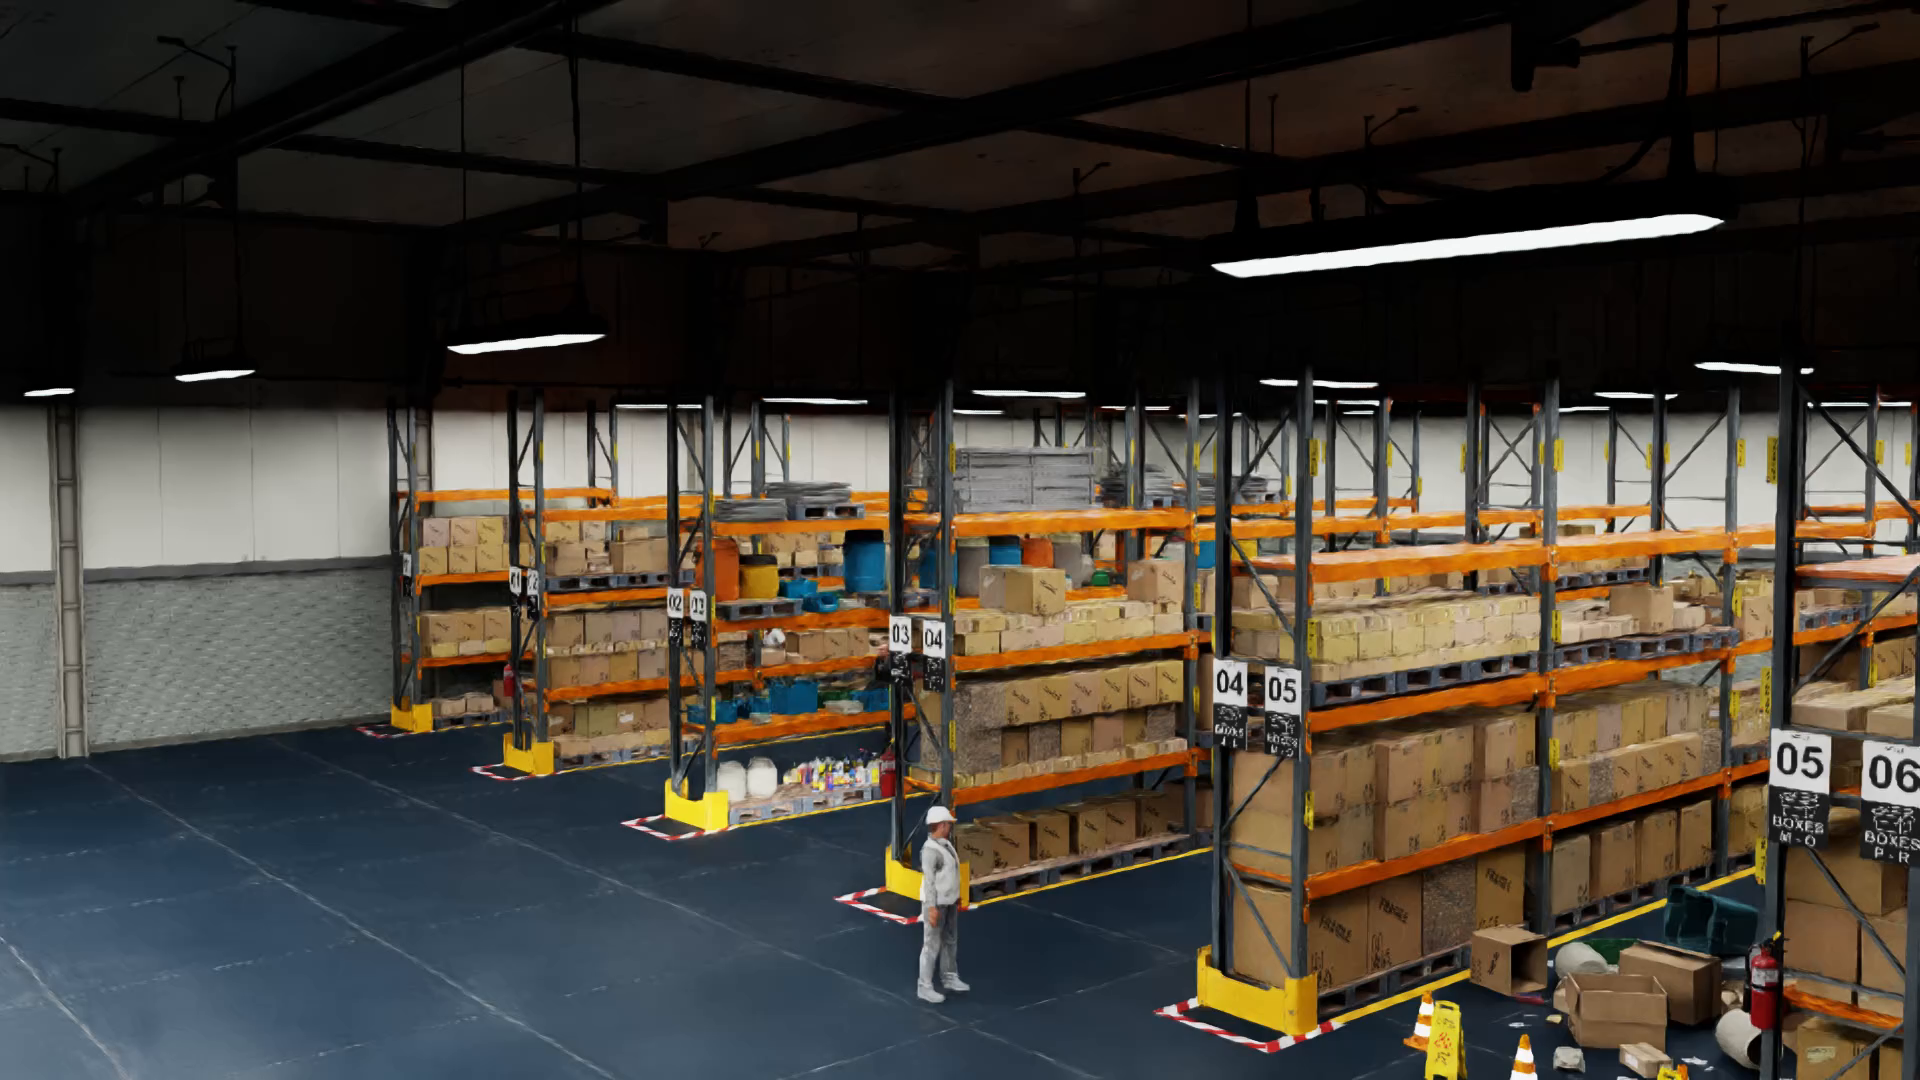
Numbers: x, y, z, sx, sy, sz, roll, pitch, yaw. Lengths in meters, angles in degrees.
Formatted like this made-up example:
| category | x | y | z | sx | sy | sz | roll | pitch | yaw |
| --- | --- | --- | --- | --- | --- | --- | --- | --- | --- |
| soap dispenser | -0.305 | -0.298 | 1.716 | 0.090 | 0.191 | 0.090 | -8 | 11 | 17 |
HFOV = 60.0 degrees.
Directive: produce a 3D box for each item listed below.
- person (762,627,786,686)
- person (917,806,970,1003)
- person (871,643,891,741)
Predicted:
| category | x | y | z | sx | sy | sz | roll | pitch | yaw |
| --- | --- | --- | --- | --- | --- | --- | --- | --- | --- |
| person | -3.762 | 2.362 | 33.487 | 0.578 | 1.714 | 0.719 | -3 | 4 | -42 |
| person | -0.152 | 3.359 | 15.469 | 0.450 | 1.776 | 0.584 | 1 | 4 | 19 |
| person | -1.210 | 2.630 | 29.024 | 0.662 | 1.688 | 0.678 | 3 | 4 | 41 |
